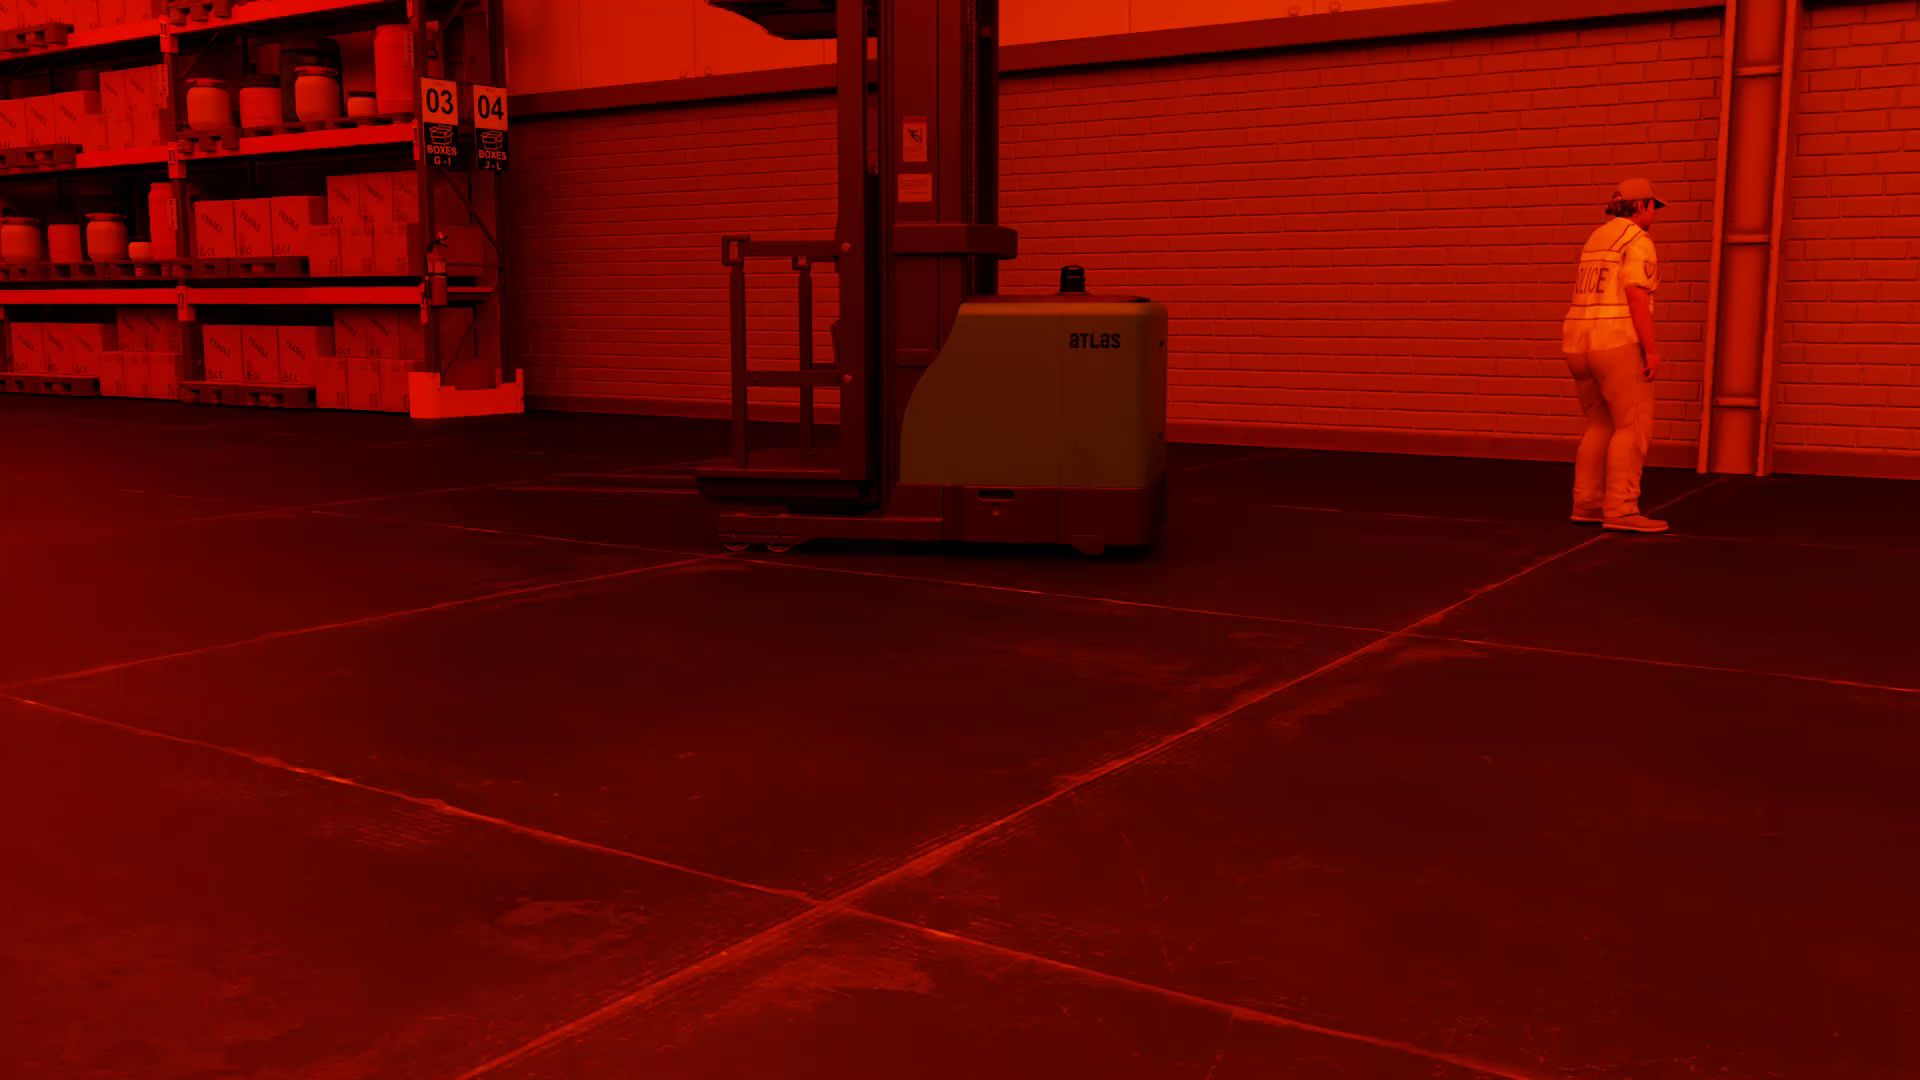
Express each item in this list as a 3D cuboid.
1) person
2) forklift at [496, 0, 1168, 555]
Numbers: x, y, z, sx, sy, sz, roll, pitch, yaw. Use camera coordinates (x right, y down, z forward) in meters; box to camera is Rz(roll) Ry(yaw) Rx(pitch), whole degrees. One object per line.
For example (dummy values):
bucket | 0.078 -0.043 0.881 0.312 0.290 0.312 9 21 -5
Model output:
person | 3.160 -0.892 7.961 0.463 1.667 0.564 -1 8 -10
forklift | -0.596 -1.469 7.520 3.031 2.935 1.130 2 8 12
